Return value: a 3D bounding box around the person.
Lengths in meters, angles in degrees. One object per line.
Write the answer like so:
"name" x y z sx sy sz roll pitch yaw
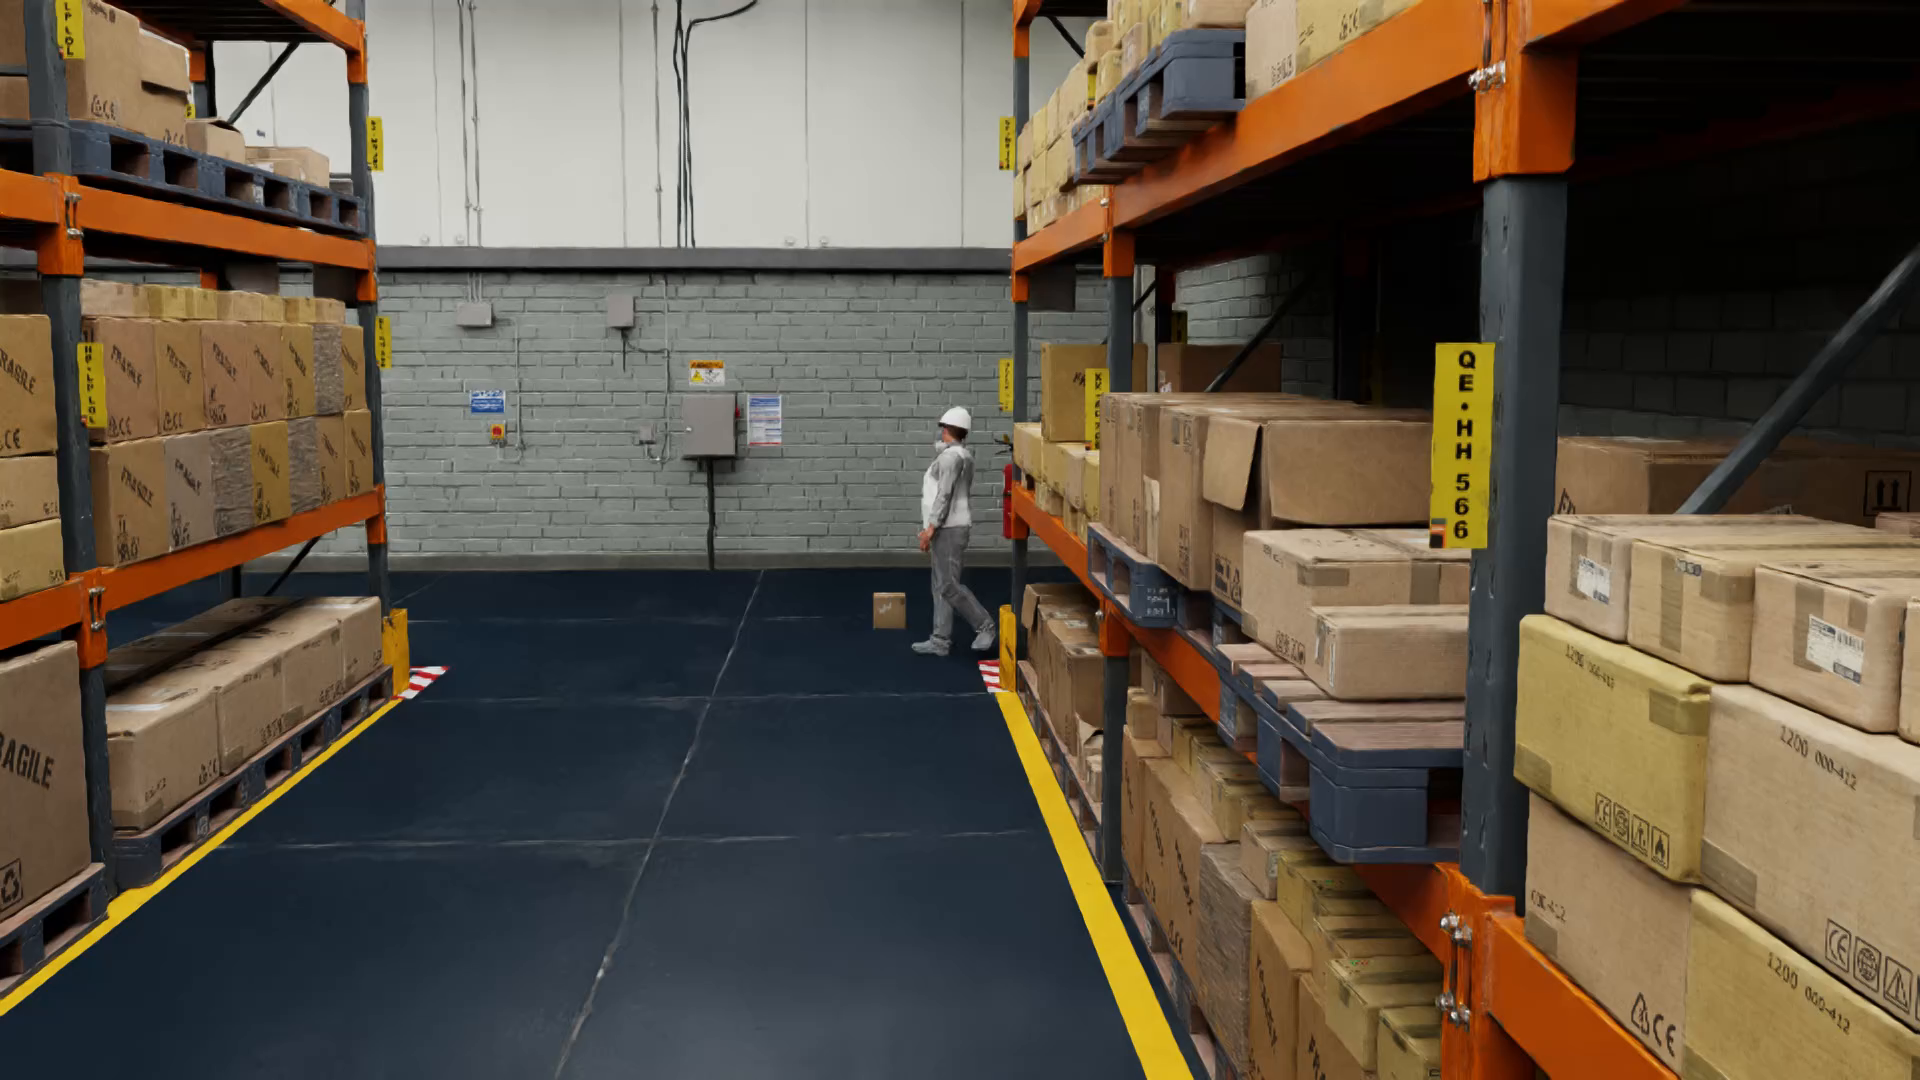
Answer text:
"person" -0.039 -0.066 11.811 0.614 1.744 0.575 0 7 3
